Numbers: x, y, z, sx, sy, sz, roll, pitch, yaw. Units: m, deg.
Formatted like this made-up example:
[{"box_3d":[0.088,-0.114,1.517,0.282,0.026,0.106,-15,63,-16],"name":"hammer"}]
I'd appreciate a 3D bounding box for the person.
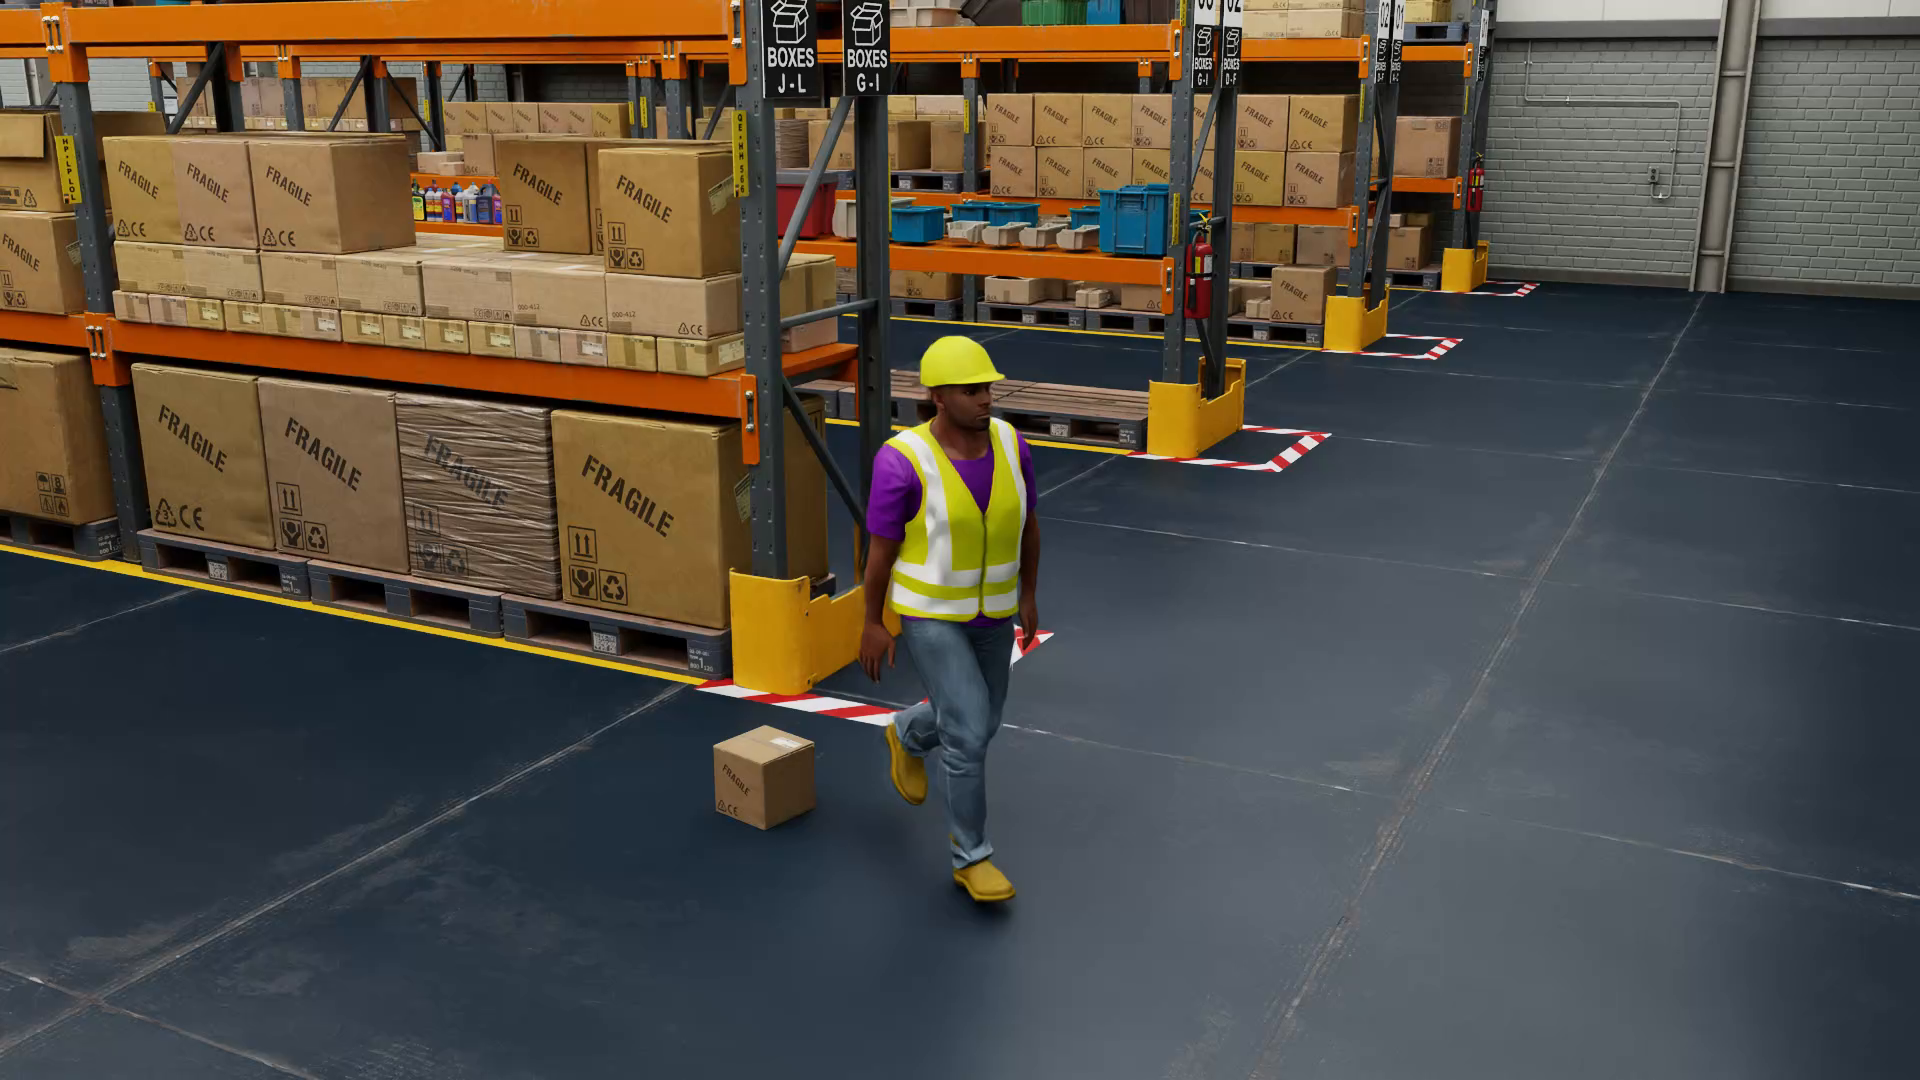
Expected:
[{"box_3d":[-0.039,0.201,5.278,0.610,1.735,0.921,-10,19,-33],"name":"person"}]
